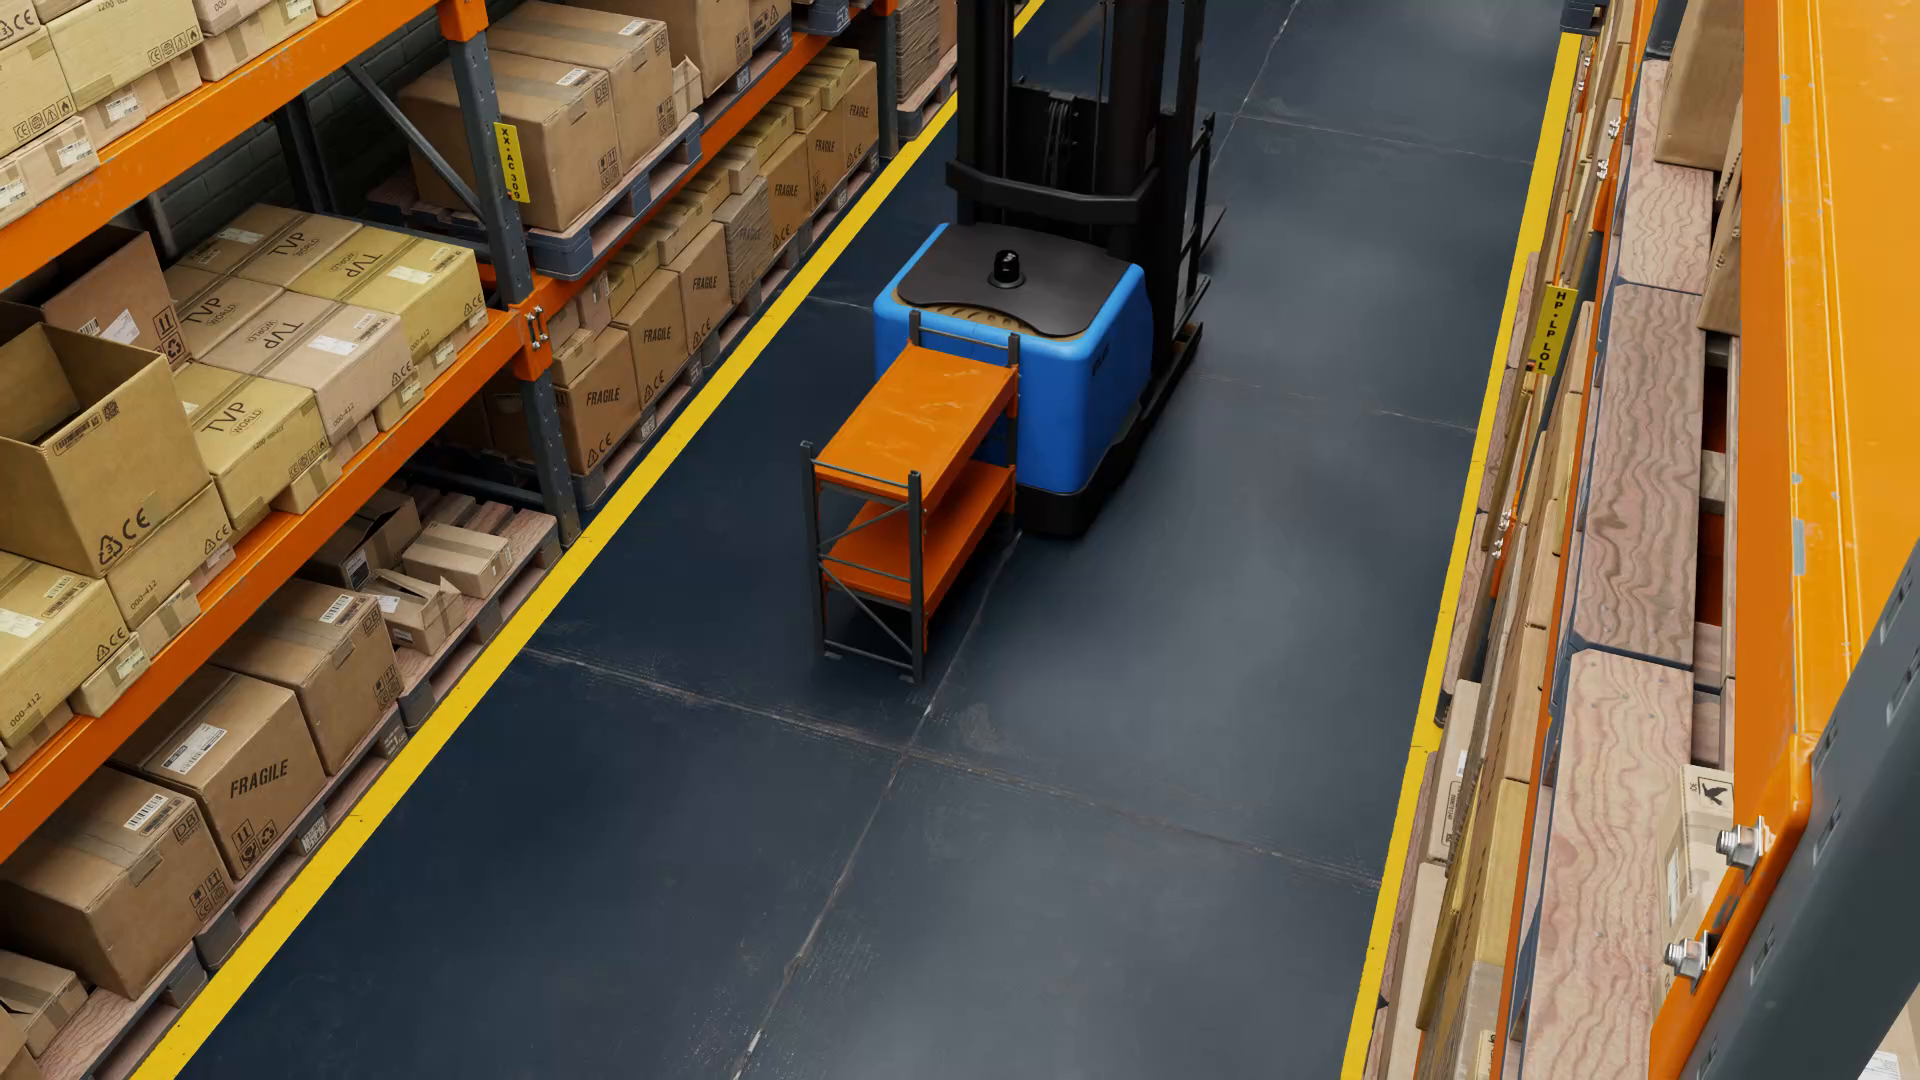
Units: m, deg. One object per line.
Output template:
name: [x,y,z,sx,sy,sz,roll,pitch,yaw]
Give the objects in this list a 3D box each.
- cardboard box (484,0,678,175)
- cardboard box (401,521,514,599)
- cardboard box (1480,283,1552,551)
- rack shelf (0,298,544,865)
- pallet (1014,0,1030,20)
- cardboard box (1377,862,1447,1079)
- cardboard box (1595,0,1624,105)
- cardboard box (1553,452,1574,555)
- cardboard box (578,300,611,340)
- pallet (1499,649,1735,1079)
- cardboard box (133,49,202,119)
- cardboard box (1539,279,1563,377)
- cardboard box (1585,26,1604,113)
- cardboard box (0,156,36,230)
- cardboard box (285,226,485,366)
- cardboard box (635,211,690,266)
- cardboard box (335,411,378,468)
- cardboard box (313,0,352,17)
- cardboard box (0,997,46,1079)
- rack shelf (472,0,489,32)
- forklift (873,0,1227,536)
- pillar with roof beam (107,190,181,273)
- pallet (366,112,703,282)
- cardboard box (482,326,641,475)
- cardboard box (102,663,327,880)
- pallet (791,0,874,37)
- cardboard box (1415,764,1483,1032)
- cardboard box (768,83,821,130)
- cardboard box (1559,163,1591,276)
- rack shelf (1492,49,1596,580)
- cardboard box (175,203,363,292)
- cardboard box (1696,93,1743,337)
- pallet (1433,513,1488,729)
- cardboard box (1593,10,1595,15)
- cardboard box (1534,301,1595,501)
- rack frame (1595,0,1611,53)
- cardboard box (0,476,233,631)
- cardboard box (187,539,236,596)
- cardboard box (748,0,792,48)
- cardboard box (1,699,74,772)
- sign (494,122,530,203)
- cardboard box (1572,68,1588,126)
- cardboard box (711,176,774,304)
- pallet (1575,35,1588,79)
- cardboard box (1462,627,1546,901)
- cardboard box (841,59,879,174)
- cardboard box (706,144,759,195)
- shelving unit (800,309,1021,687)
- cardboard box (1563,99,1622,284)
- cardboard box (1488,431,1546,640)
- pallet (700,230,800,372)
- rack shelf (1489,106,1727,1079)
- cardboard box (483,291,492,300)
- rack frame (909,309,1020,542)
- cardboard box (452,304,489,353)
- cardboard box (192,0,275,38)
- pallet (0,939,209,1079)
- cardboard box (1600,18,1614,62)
cardboard box: [-1.696,-2.003,7.340,0.700,0.500,0.500,14,42,16]
cardboard box: [-2.163,0.085,7.165,0.380,0.149,0.250,12,42,14]
cardboard box: [2.855,-0.445,7.228,0.875,0.875,0.875,14,43,16]
rack shelf: [-2.933,0.249,5.655,1.077,0.370,4.000,13,42,15]
pallet: [-0.144,-3.858,12.063,1.003,0.211,1.213,13,42,15]
cardboard box: [1.796,1.575,5.197,0.875,0.438,0.875,12,42,14]
cardboard box: [3.034,-2.140,7.053,0.500,0.500,0.500,14,43,16]
cardboard box: [1.684,-0.057,4.112,0.380,0.149,0.250,12,42,14]
cardboard box: [-1.854,-1.046,7.721,0.380,0.149,0.250,12,42,14]
pallet: [1.293,0.732,2.291,1.003,0.211,1.213,13,42,15]
cardboard box: [-2.488,-1.389,4.903,0.380,0.149,0.250,15,43,17]
cardboard box: [2.509,-0.728,6.361,0.500,0.250,0.500,13,42,14]
cardboard box: [3.381,-2.285,8.186,0.500,0.250,0.500,13,42,14]
cardboard box: [-2.674,-0.907,4.338,0.380,0.149,0.250,13,42,15]
cardboard box: [-2.194,-0.936,6.376,0.500,0.250,0.500,14,43,16]
cardboard box: [-1.575,-1.519,8.276,0.380,0.149,0.250,13,42,15]
cardboard box: [-2.370,-0.417,6.075,0.380,0.149,0.250,14,43,16]
cardboard box: [-2.181,-1.856,5.451,0.380,0.149,0.250,13,42,15]
cardboard box: [-3.318,1.633,5.078,0.797,0.503,0.637,12,42,13]
rack shelf: [-1.565,-3.332,7.541,1.077,0.370,4.000,13,42,15]
forklift: [0.644,-2.094,7.900,1.130,2.935,3.031,15,43,17]
pillar with roof beam: [0.712,-2.347,3.521,9.100,9.000,0.400,13,42,15]
pallet: [-1.873,-1.635,7.456,1.003,0.211,1.213,13,42,15]
cardboard box: [-1.872,-0.698,7.813,0.500,0.500,0.500,15,43,17]
cardboard box: [-2.715,0.821,6.032,0.500,0.500,0.500,14,42,16]
pallet: [-1.047,-3.182,9.270,1.213,0.211,1.003,13,42,15]
cardboard box: [1.482,0.967,4.182,0.500,0.500,0.500,15,43,16]
cardboard box: [-1.008,-2.458,9.376,0.380,0.149,0.250,12,42,14]
cardboard box: [2.675,-1.225,6.559,0.500,0.250,0.500,14,43,16]
rack shelf: [3.101,-1.091,7.226,1.077,0.370,4.000,13,42,15]
cardboard box: [-2.672,-1.058,6.519,0.500,0.250,0.500,13,42,15]
cardboard box: [1.986,-0.694,3.414,0.797,0.503,0.637,16,43,18]
pallet: [2.610,0.428,7.039,1.003,0.211,1.213,13,42,15]
cardboard box: [4.976,-3.864,11.623,0.950,0.372,0.625,14,42,16]
cardboard box: [2.027,-0.327,4.928,0.500,0.500,0.500,14,42,15]
rack frame: [3.785,-2.585,8.422,1.000,3.000,0.127,13,42,15]
cardboard box: [-2.711,-0.012,5.293,0.500,0.250,0.500,12,42,14]
cardboard box: [-2.665,0.039,5.541,0.380,0.149,0.250,13,42,15]
cardboard box: [-1.265,-2.847,8.326,0.797,0.503,0.637,12,42,14]
cardboard box: [-2.916,0.514,4.984,0.380,0.149,0.250,14,42,16]
sign: [-1.736,-1.458,6.434,0.100,0.325,0.005,13,42,15]
cardboard box: [4.232,-2.539,10.070,0.950,0.372,0.625,13,42,14]
cardboard box: [-1.341,-1.644,8.921,0.500,0.500,0.500,12,42,14]
pallet: [4.888,-3.488,11.630,1.003,0.211,1.213,13,42,15]
cardboard box: [1.487,0.597,3.846,0.500,0.500,0.500,13,42,15]
cardboard box: [-0.824,-2.587,10.027,0.500,0.500,0.500,14,43,16]
cardboard box: [-1.292,-1.980,8.816,0.380,0.149,0.250,11,42,13]
shelving unit: [-0.182,-0.186,7.056,0.538,1.125,1.048,15,43,17]
cardboard box: [2.504,-1.209,5.962,0.500,0.500,0.500,14,42,16]
cardboard box: [2.010,0.045,5.263,0.500,0.500,0.500,15,43,16]
pallet: [-1.591,-1.435,9.223,1.003,0.211,1.213,13,42,15]
rack shelf: [1.733,0.207,3.393,1.077,0.370,4.000,13,42,15]
cardboard box: [-2.309,-1.150,7.843,0.380,0.149,0.250,13,42,15]
rack frame: [0.018,-0.490,7.411,0.500,1.125,0.032,15,43,17]
cardboard box: [-2.120,-0.898,6.639,0.380,0.149,0.250,14,42,16]
cardboard box: [-2.346,-1.772,5.045,0.500,0.250,0.500,12,42,14]
pallet: [-3.319,1.723,5.521,1.003,0.211,1.213,13,42,15]
cardboard box: [3.202,-2.149,7.641,0.500,0.250,0.500,14,42,16]
